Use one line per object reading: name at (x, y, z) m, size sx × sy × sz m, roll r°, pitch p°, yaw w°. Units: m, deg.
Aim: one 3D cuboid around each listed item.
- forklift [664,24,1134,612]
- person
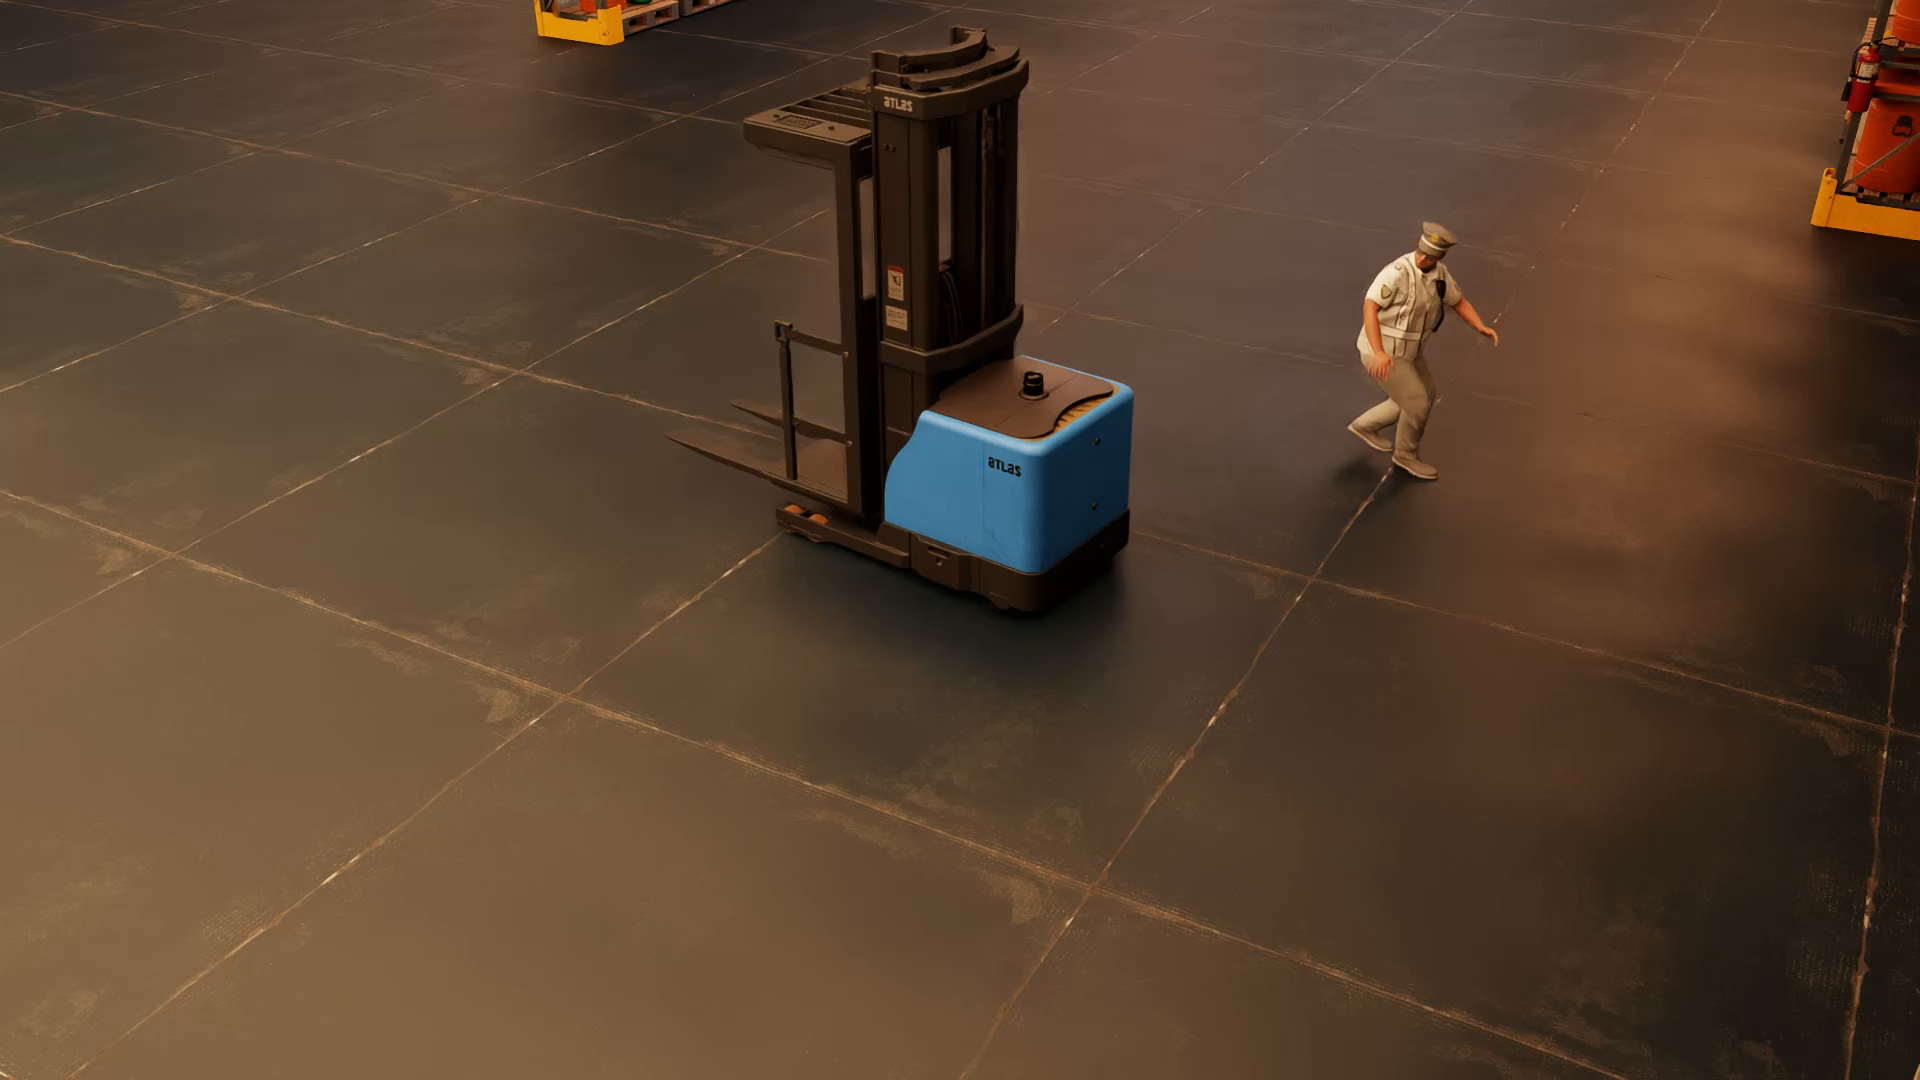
forklift at (-0.496, -1.448, 9.579) m, size 3.031 × 2.935 × 1.130 m, roll 20°, pitch 36°, yaw 31°
person at (2.856, -1.160, 10.383) m, size 0.853 × 1.640 × 0.878 m, roll 23°, pitch 37°, yaw 34°
